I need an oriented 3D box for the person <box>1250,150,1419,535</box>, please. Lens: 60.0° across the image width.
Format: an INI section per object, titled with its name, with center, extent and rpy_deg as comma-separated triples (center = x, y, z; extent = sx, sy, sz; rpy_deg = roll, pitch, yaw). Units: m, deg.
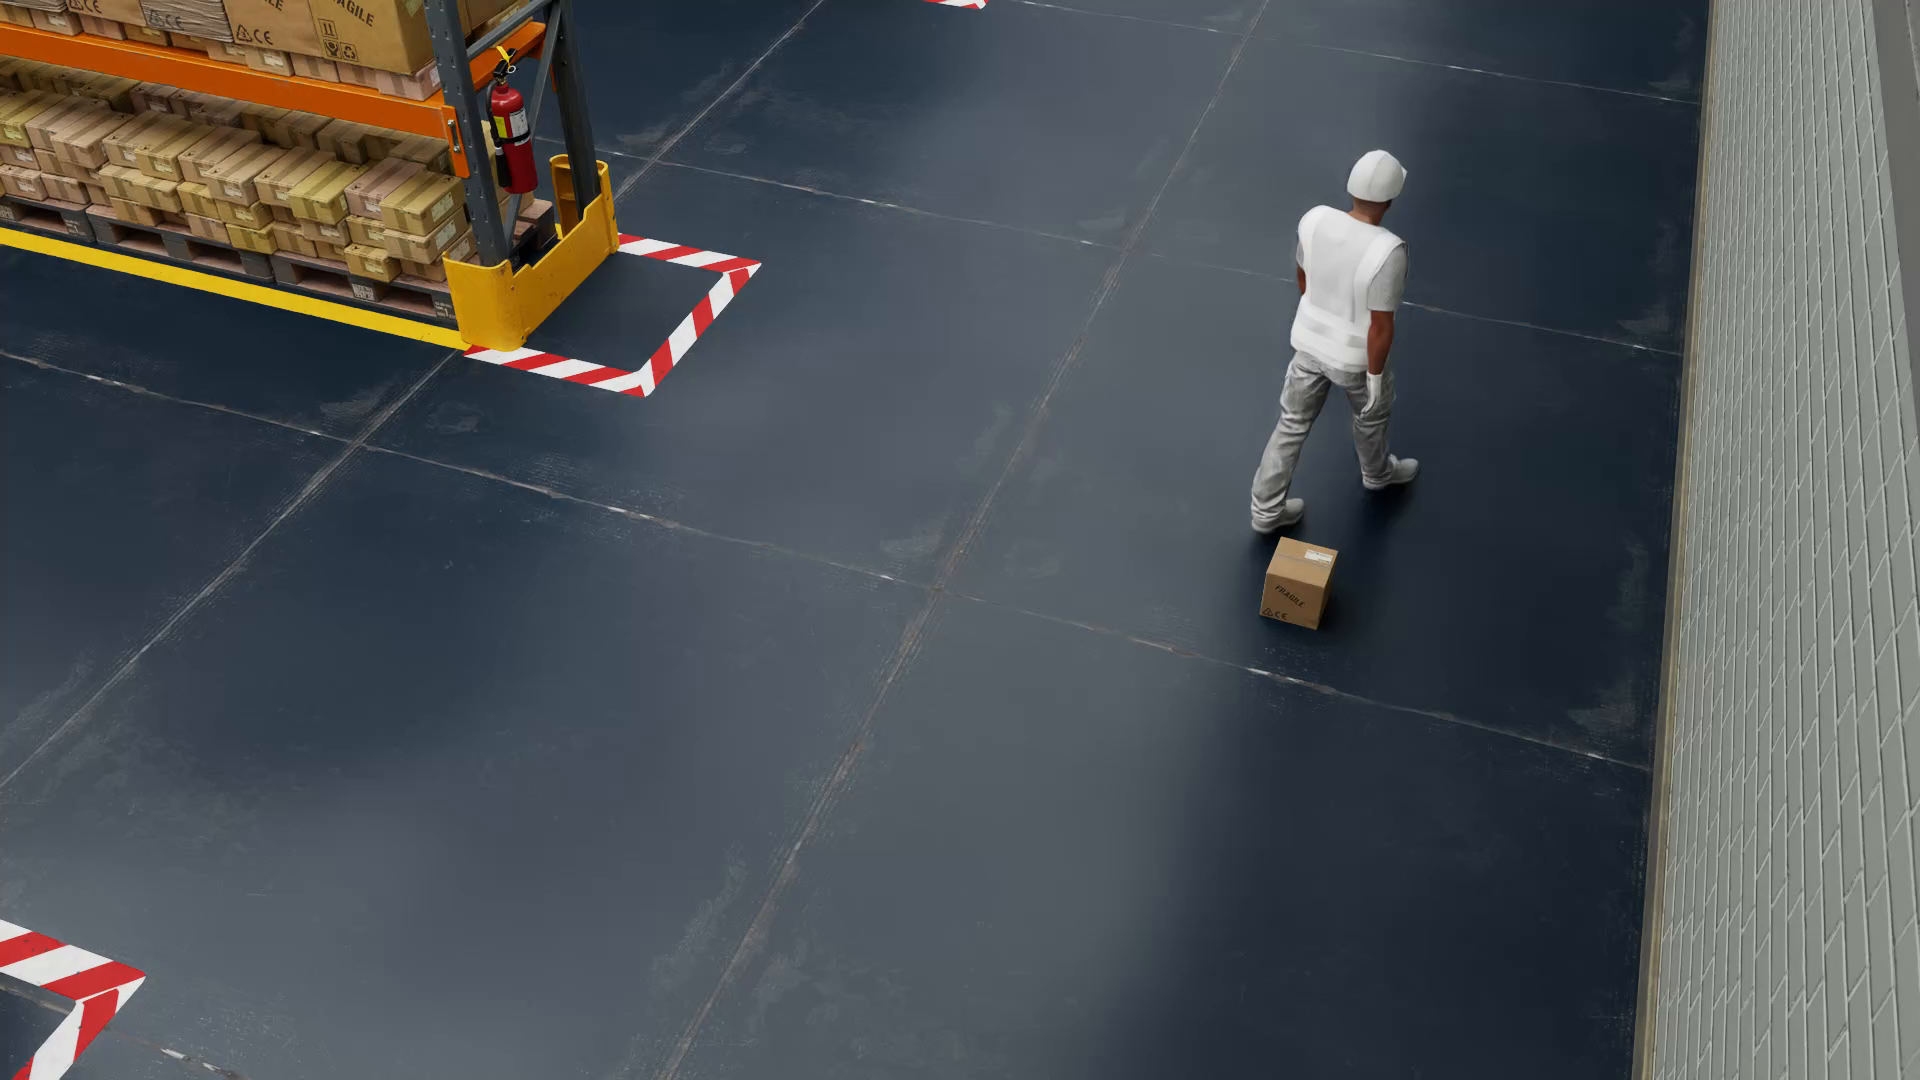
[person]
center = 1.674, -0.871, 7.111
extent = 0.586, 1.741, 0.914
rpy_deg = 32, 50, 31
